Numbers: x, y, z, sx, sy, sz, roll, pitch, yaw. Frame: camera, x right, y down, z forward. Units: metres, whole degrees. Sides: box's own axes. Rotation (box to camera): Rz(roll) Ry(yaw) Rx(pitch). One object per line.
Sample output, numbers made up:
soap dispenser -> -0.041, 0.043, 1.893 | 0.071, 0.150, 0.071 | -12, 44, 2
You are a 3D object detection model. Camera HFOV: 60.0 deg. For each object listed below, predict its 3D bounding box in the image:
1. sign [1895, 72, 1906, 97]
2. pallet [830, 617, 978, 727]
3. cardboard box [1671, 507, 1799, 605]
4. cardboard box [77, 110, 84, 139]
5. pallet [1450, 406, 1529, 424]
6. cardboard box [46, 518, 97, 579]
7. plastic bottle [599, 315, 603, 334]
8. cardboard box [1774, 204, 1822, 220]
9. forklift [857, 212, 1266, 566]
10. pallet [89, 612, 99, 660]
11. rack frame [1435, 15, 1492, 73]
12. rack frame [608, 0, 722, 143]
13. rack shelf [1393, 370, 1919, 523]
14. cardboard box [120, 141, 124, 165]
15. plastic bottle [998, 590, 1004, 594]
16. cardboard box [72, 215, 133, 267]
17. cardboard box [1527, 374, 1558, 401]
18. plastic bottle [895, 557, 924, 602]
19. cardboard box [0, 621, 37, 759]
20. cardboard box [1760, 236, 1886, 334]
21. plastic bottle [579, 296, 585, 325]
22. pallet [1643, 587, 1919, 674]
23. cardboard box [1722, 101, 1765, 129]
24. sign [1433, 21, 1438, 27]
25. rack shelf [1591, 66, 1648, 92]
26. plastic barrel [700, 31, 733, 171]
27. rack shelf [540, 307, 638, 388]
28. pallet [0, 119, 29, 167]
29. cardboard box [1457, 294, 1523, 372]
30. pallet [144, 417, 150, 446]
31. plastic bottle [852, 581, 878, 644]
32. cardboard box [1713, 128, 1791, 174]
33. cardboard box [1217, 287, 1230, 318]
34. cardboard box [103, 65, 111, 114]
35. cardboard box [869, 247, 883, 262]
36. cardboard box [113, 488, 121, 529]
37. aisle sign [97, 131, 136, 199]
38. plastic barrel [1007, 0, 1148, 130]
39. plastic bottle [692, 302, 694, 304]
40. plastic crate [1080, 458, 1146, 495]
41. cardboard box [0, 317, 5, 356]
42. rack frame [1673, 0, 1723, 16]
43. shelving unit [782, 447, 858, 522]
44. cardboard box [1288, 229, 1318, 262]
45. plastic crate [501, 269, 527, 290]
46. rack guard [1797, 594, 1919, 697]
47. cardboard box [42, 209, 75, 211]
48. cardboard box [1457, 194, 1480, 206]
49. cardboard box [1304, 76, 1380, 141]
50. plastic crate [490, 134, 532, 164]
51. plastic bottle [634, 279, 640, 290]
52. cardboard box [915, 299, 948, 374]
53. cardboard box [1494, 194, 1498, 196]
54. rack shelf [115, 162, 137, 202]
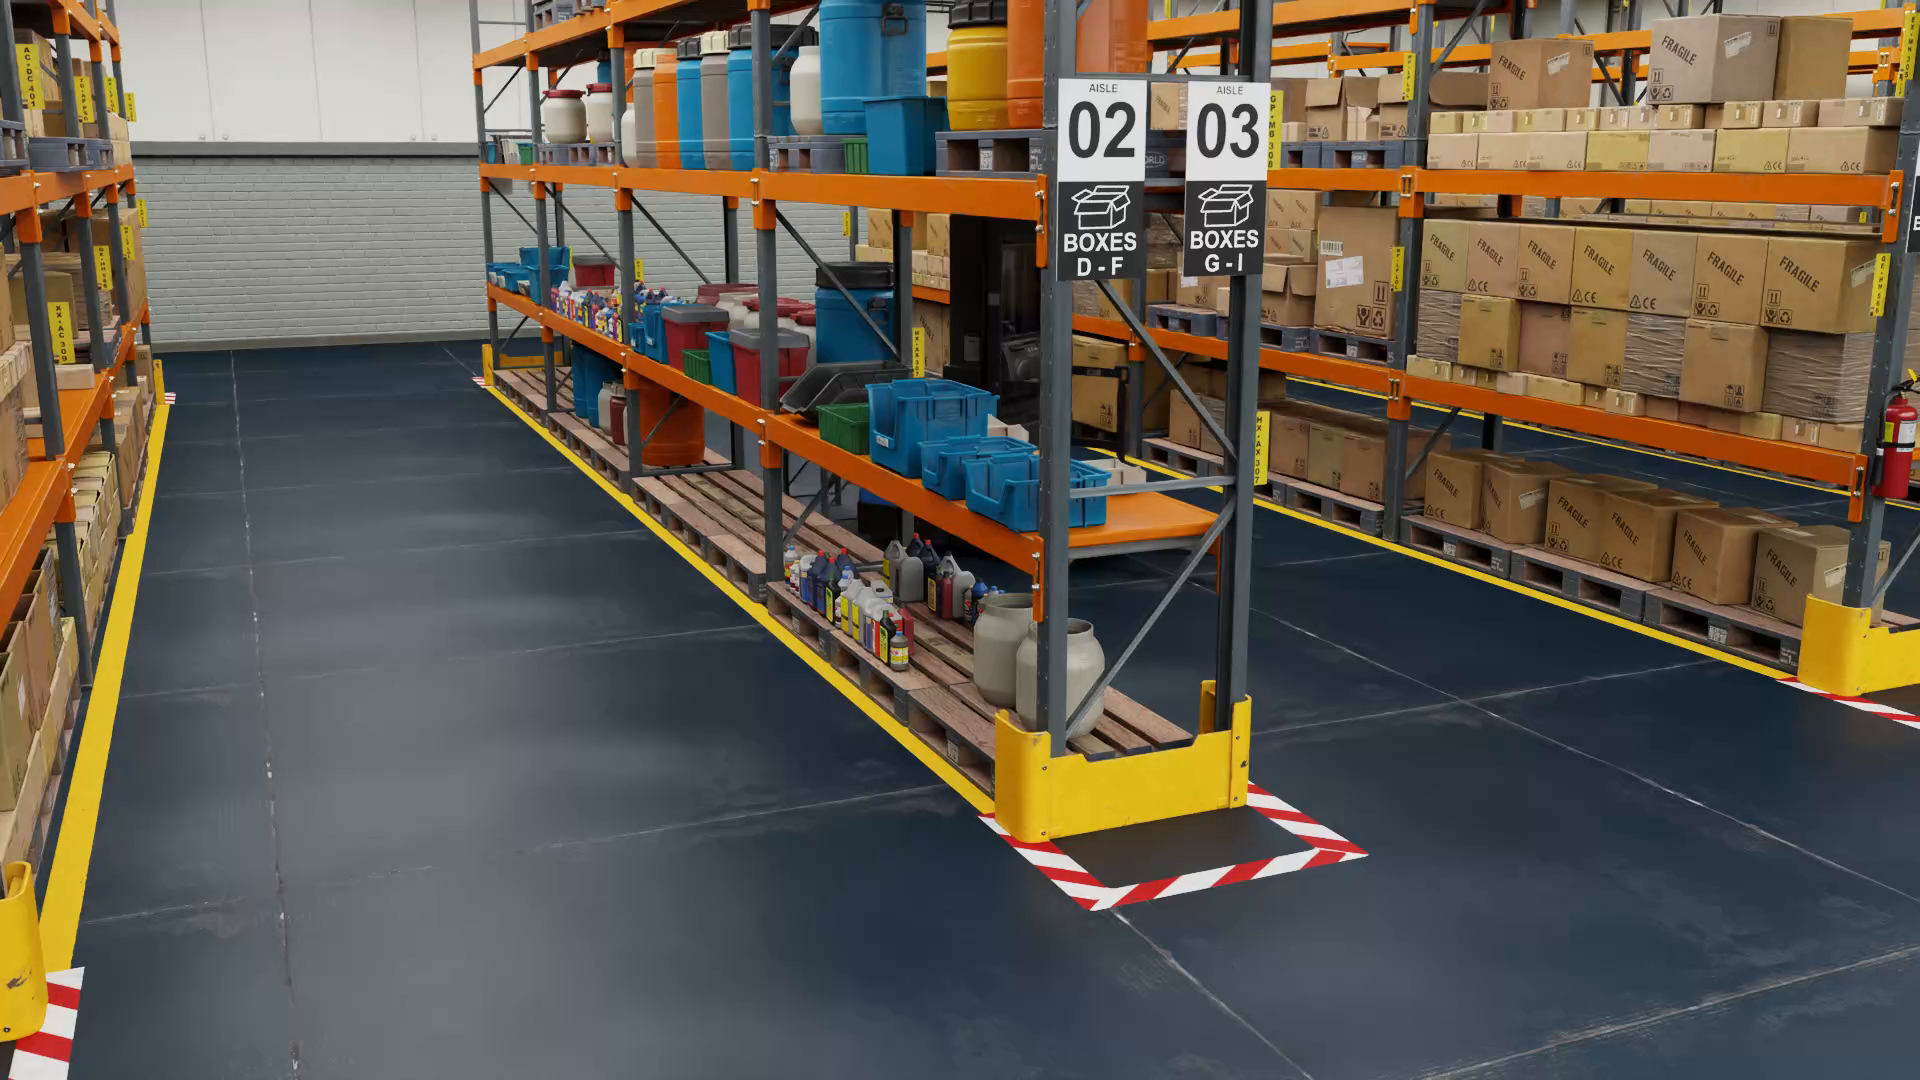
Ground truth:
sign -> 7.841, -3.737, 13.866 | 0.100, 0.325, 0.005 | -6, 14, -23
pallet -> -0.066, 0.707, 9.348 | 1.003, 0.211, 1.213 | -6, 14, -23
cardboard box -> 4.846, 0.095, 10.421 | 0.500, 0.500, 0.500 | -2, 13, -8
cardboard box -> -7.550, -3.237, 13.328 | 0.910, 0.500, 0.500 | -6, 14, -23
pallet -> 6.420, -1.551, 19.102 | 1.003, 0.211, 1.213 | -6, 14, -23
cardboard box -> -5.462, 0.050, 9.925 | 0.500, 0.311, 0.500 | -6, 14, -24
plastic bottle -> -3.262, -1.995, 15.279 | 0.097, 0.201, 0.097 | 0, 13, 0
cardboard box -> 10.567, -3.940, 20.802 | 0.500, 0.500, 0.500 | -5, 14, -22
forklift -> 0.738, -1.344, 12.178 | 3.031, 2.935, 1.130 | 8, 15, 30
pallet -> -5.660, 0.610, 9.768 | 1.003, 0.211, 1.213 | -6, 14, -23
rack frame -> 8.022, -7.791, 26.576 | 1.000, 3.000, 0.127 | -6, 14, -23
rack frame -> -2.392, -4.796, 13.635 | 1.000, 3.000, 0.127 | -6, 14, -23
rack shelf -> 4.550, -0.730, 10.969 | 1.077, 0.370, 4.000 | -6, 14, -23
cardboard box -> -9.101, -4.074, 17.501 | 0.500, 0.250, 0.500 | -6, 14, -23
plastic bottle -> 0.235, 0.421, 9.474 | 0.097, 0.271, 0.097 | 0, 13, 0
cardboard box -> -8.672, -3.018, 16.819 | 0.500, 0.500, 0.500 | -6, 14, -25
cardboard box -> 4.083, -1.044, 11.286 | 0.380, 0.149, 0.250 | -6, 14, -23
plastic bottle -> -0.316, 0.231, 10.284 | 0.152, 0.276, 0.135 | -6, 14, -23
cardboard box -> -4.152, 0.660, 6.871 | 0.500, 0.500, 0.500 | -6, 14, -23
cardboard box -> 4.904, -1.440, 9.340 | 0.500, 0.500, 0.500 | -6, 14, -23
plastic bottle -> -3.633, -2.221, 16.100 | 0.097, 0.271, 0.097 | 0, 13, 0
pallet -> 5.028, 0.504, 10.224 | 1.003, 0.211, 1.213 | -6, 14, -23
cardboard box -> 4.625, -2.440, 9.557 | 0.380, 0.149, 0.250 | -6, 14, -23
sign -> 7.511, -8.275, 26.242 | 0.100, 0.325, 0.005 | -6, 14, -23
rack shelf -> 8.823, -6.833, 24.917 | 1.077, 0.370, 4.000 | -6, 14, -23
plastic barrel -> -1.454, -2.973, 11.299 | 0.600, 0.901, 0.600 | 0, 13, 0
rack shelf -> -3.193, -1.936, 16.178 | 1.077, 0.370, 4.000 | -6, 14, -23
pallet -> -4.964, -1.845, 7.731 | 1.003, 0.211, 1.213 | -6, 14, -23
cardboard box -> 4.040, -1.483, 11.743 | 0.875, 0.500, 0.500 | -6, 14, -23
pallet -> -8.808, -1.036, 16.880 | 1.003, 0.211, 1.213 | -6, 14, -23
plastic bottle -> -0.526, 0.399, 9.393 | 0.144, 0.351, 0.185 | -5, 14, -21
cardboard box -> 4.723, -2.236, 9.557 | 0.500, 0.250, 0.500 | -6, 14, -23
cardboard box -> 2.607, -2.085, 14.628 | 0.500, 0.250, 0.500 | -6, 14, -25
cardboard box -> -9.040, -4.566, 16.855 | 0.700, 0.500, 0.500 | -6, 14, -23
cardboard box -> -0.899, -3.815, 22.373 | 0.500, 0.250, 0.500 | -6, 14, -24
cardboard box -> -6.498, -0.205, 12.270 | 0.500, 0.250, 0.500 | -5, 14, -22
aisle sign -> -9.883, -4.388, 19.410 | 0.394, 0.787, 0.004 | -6, 14, -23
plastic barrel -> 0.502, -2.185, 7.120 | 0.600, 0.830, 0.708 | -6, 14, -23
plastic bottle -> -2.466, -2.062, 15.387 | 0.061, 0.283, 0.133 | -6, 14, -23
plastic crate -> 0.749, -0.306, 8.124 | 0.298, 0.136, 0.250 | -6, 14, -23
cardboard box -> -4.942, -1.086, 7.809 | 0.700, 0.500, 0.500 | -6, 14, -23
rack frame -> 12.569, -8.240, 28.517 | 1.000, 3.000, 0.127 | -6, 14, -23
shelving unit -> -1.049, -0.903, 13.439 | 0.538, 1.500, 1.048 | -6, 14, -22
cardboard box -> 4.677, -3.842, 21.937 | 0.500, 0.500, 0.500 | -6, 14, -23
plastic crate -> -5.272, -3.121, 19.940 | 0.416, 0.233, 0.300 | -6, 14, -23
rack guard -> 5.321, 0.534, 9.452 | 1.175, 0.500, 0.348 | -6, 14, -23
cardboard box -> -10.200, -3.500, 18.900 | 0.500, 0.500, 0.500 | -5, 14, -21
cardboard box -> 8.167, -5.173, 26.131 | 0.500, 0.500, 0.500 | -6, 14, -24
cardboard box -> 3.273, -3.511, 13.575 | 0.797, 0.503, 0.637 | -5, 14, -21
plastic crate -> -5.236, -4.617, 19.650 | 0.504, 0.338, 0.767 | -6, 14, -23
plastic bottle -> -3.326, -2.515, 17.194 | 0.144, 0.351, 0.185 | -6, 14, -23
cardboard box -> -0.007, -2.646, 21.431 | 0.875, 0.875, 0.875 | -6, 14, -23
cardboard box -> 8.417, -5.353, 25.467 | 0.380, 0.149, 0.250 | -5, 14, -22
rack shelf -> -9.335, -3.777, 17.480 | 1.077, 0.370, 4.000 | -6, 14, -23
